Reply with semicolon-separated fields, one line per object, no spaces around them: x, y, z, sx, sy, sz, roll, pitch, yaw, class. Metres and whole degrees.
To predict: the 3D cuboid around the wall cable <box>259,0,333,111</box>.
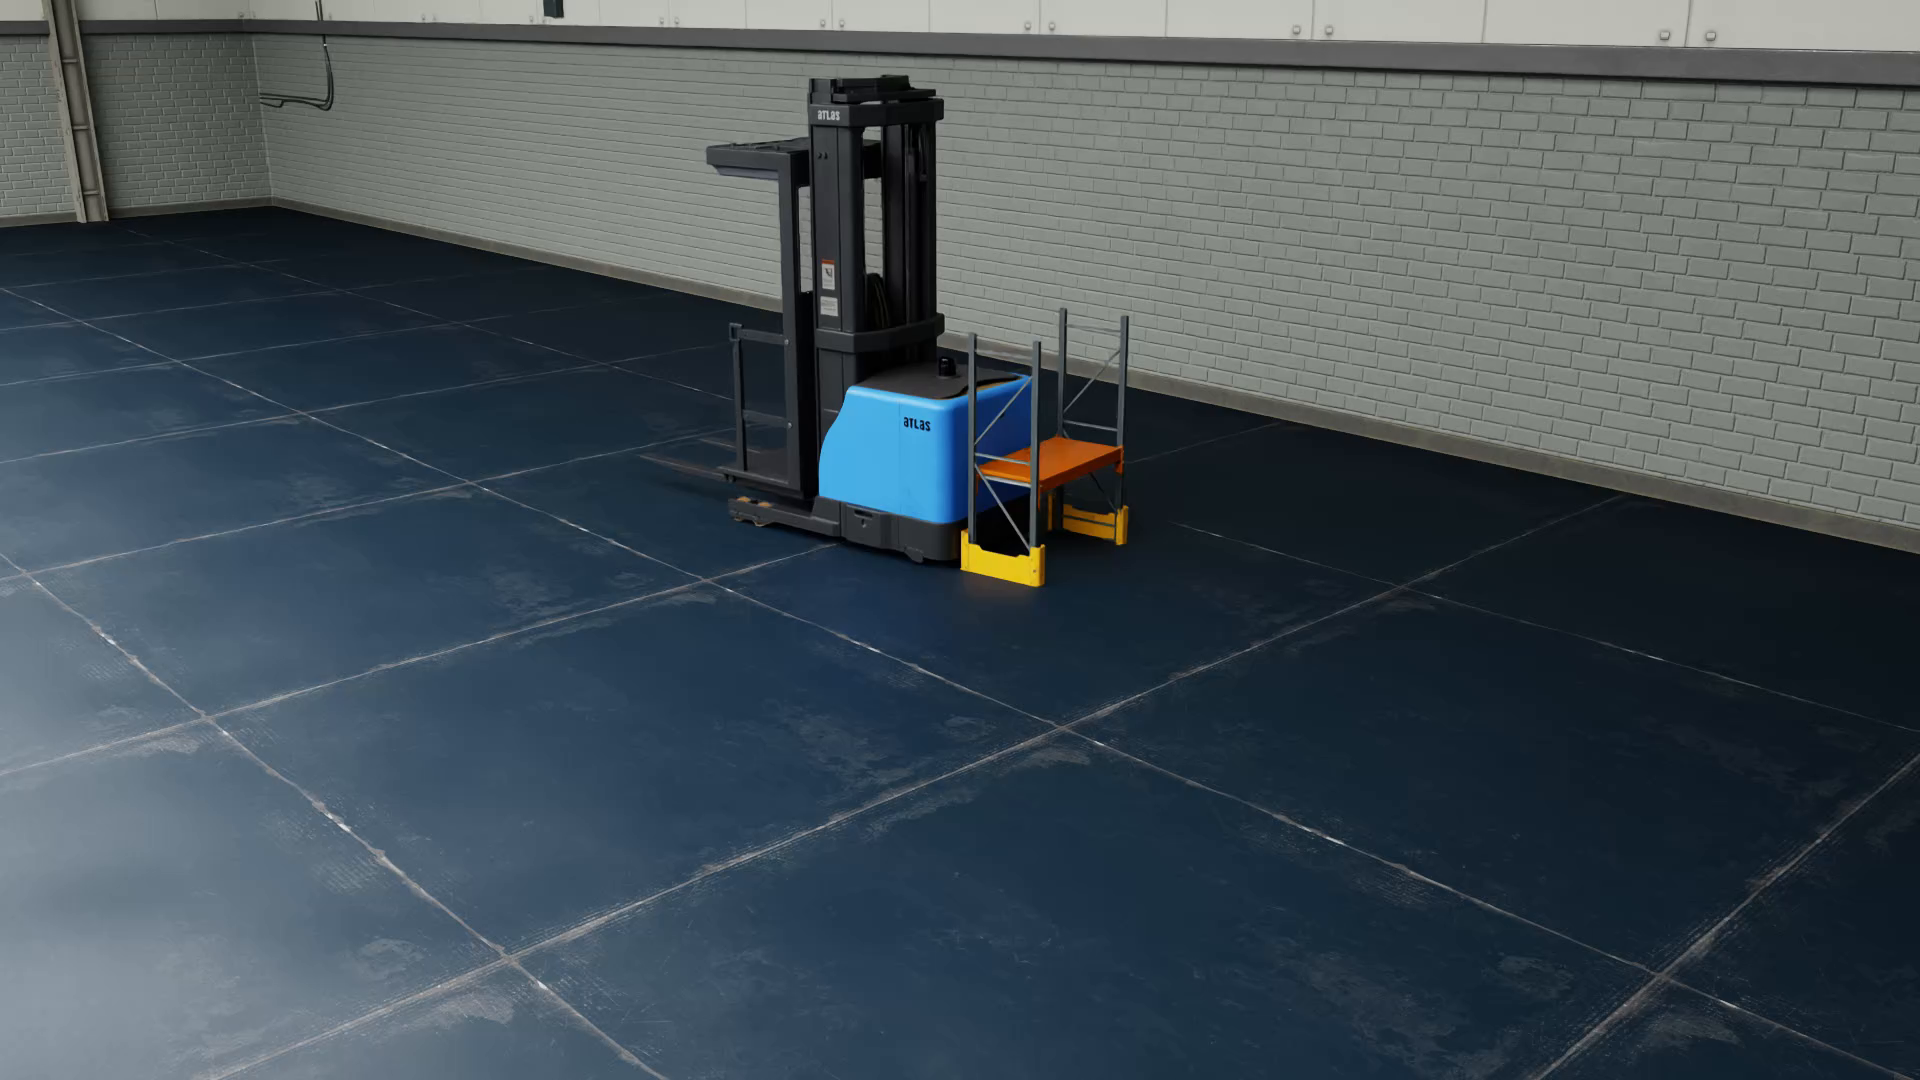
-10.982;-8.297;27.018;0.112;2.526;3.097;-16;24;-41;wall cable

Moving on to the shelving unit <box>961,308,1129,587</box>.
0.553;-0.611;10.437;0.587;1.500;1.083;12;22;34;shelving unit

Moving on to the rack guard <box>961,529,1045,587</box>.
0.263;0.109;10.244;0.587;0.250;0.087;12;22;34;rack guard

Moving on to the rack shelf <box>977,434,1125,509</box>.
0.558;-0.442;10.499;0.538;0.185;1.000;12;22;34;rack shelf

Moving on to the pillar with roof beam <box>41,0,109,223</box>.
-11.074;-8.481;22.552;0.400;9.000;9.100;-16;24;-41;pillar with roof beam

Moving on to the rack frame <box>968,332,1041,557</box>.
0.262;-0.486;10.051;0.500;1.500;0.032;12;22;34;rack frame

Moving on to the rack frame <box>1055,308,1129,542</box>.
0.854;-0.741;10.837;0.500;1.500;0.032;12;22;34;rack frame

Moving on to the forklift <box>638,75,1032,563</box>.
-0.962;-1.597;11.158;3.031;2.935;1.130;13;22;36;forklift

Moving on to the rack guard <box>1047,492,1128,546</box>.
0.842;-0.141;11.015;0.587;0.250;0.087;12;22;34;rack guard

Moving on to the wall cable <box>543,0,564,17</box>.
-4.471;-9.261;19.443;0.169;6.003;2.305;-16;24;-41;wall cable
